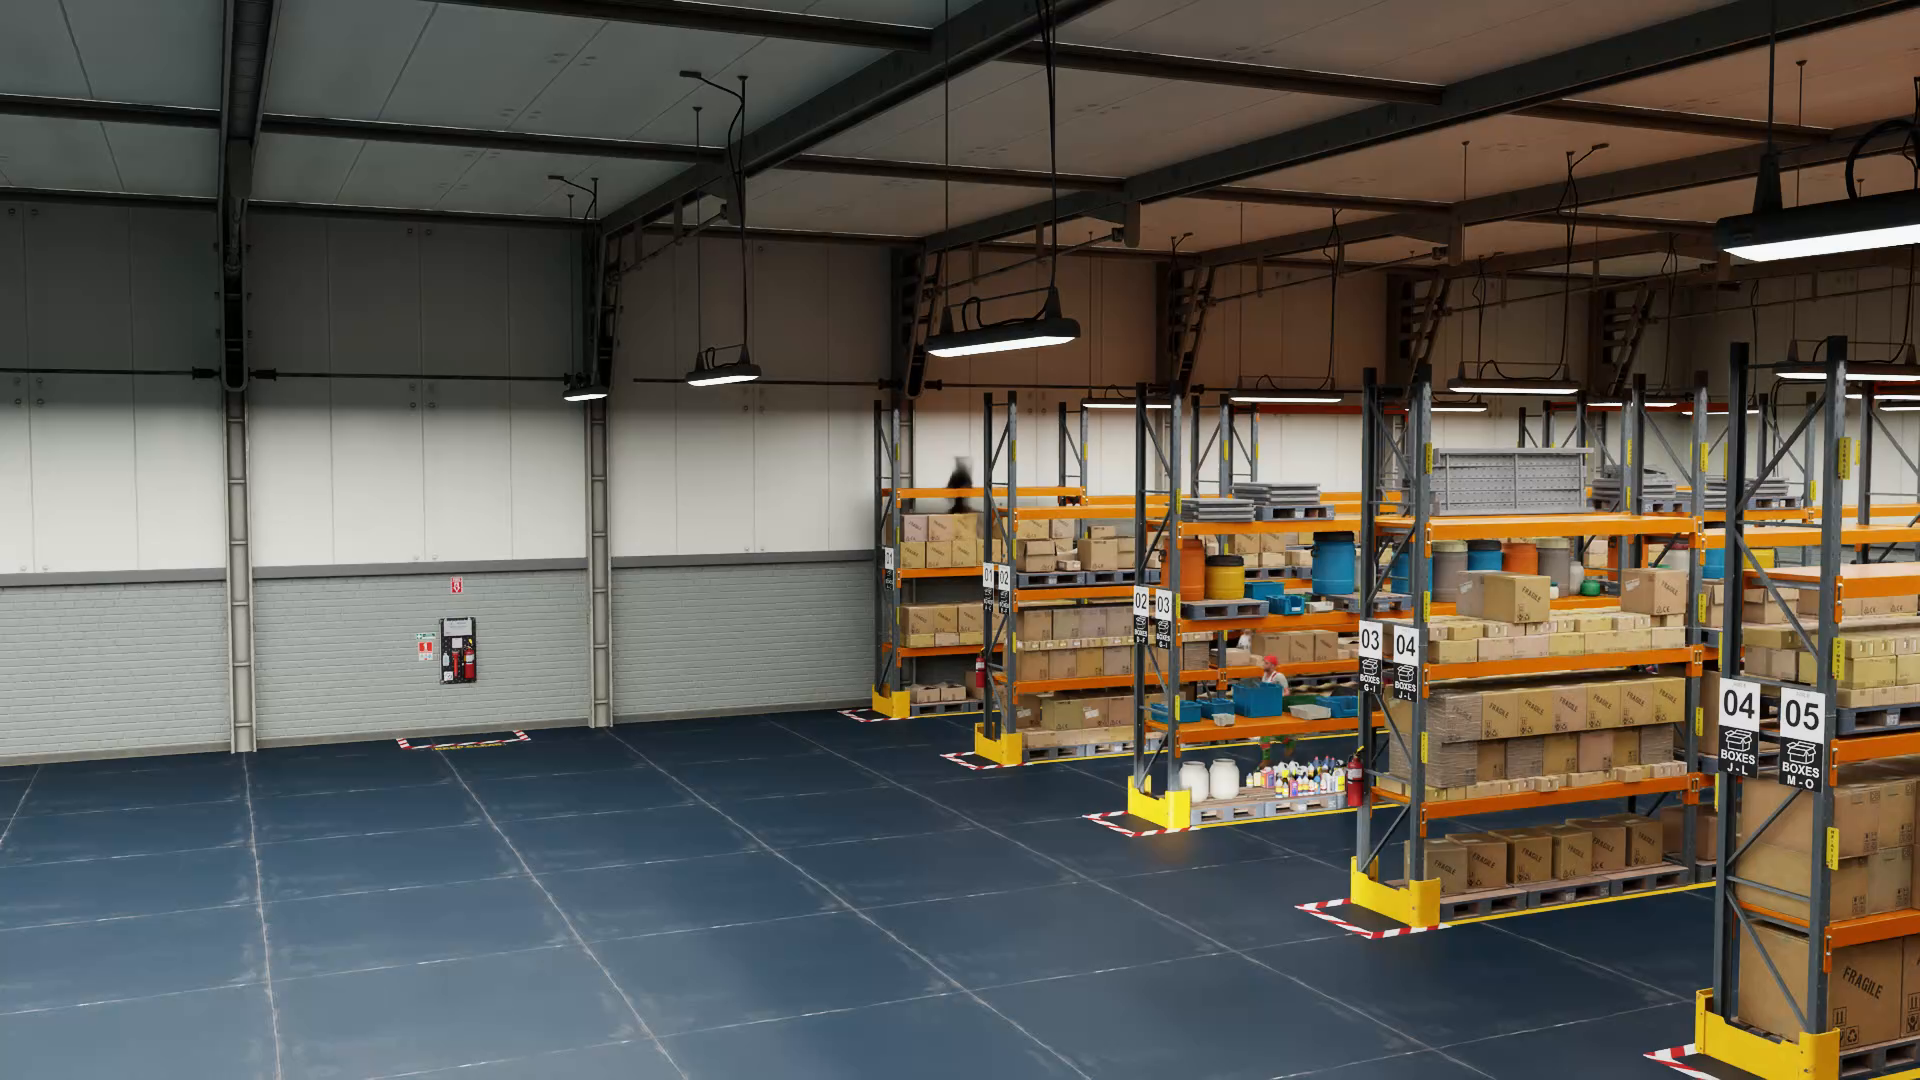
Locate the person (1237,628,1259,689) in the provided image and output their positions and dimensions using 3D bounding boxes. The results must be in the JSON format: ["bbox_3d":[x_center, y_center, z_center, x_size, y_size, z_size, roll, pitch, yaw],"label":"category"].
[{"bbox_3d":[5.661,2.430,32.554,0.811,1.738,0.580,-2,4,-28],"label":"person"}]

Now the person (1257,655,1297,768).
[{"bbox_3d":[5.096,2.731,26.644,0.822,1.802,0.646,-2,4,-32],"label":"person"}]

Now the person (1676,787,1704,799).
[{"bbox_3d":[10.725,2.933,24.273,0.823,1.626,0.533,-2,4,-30],"label":"person"}]
